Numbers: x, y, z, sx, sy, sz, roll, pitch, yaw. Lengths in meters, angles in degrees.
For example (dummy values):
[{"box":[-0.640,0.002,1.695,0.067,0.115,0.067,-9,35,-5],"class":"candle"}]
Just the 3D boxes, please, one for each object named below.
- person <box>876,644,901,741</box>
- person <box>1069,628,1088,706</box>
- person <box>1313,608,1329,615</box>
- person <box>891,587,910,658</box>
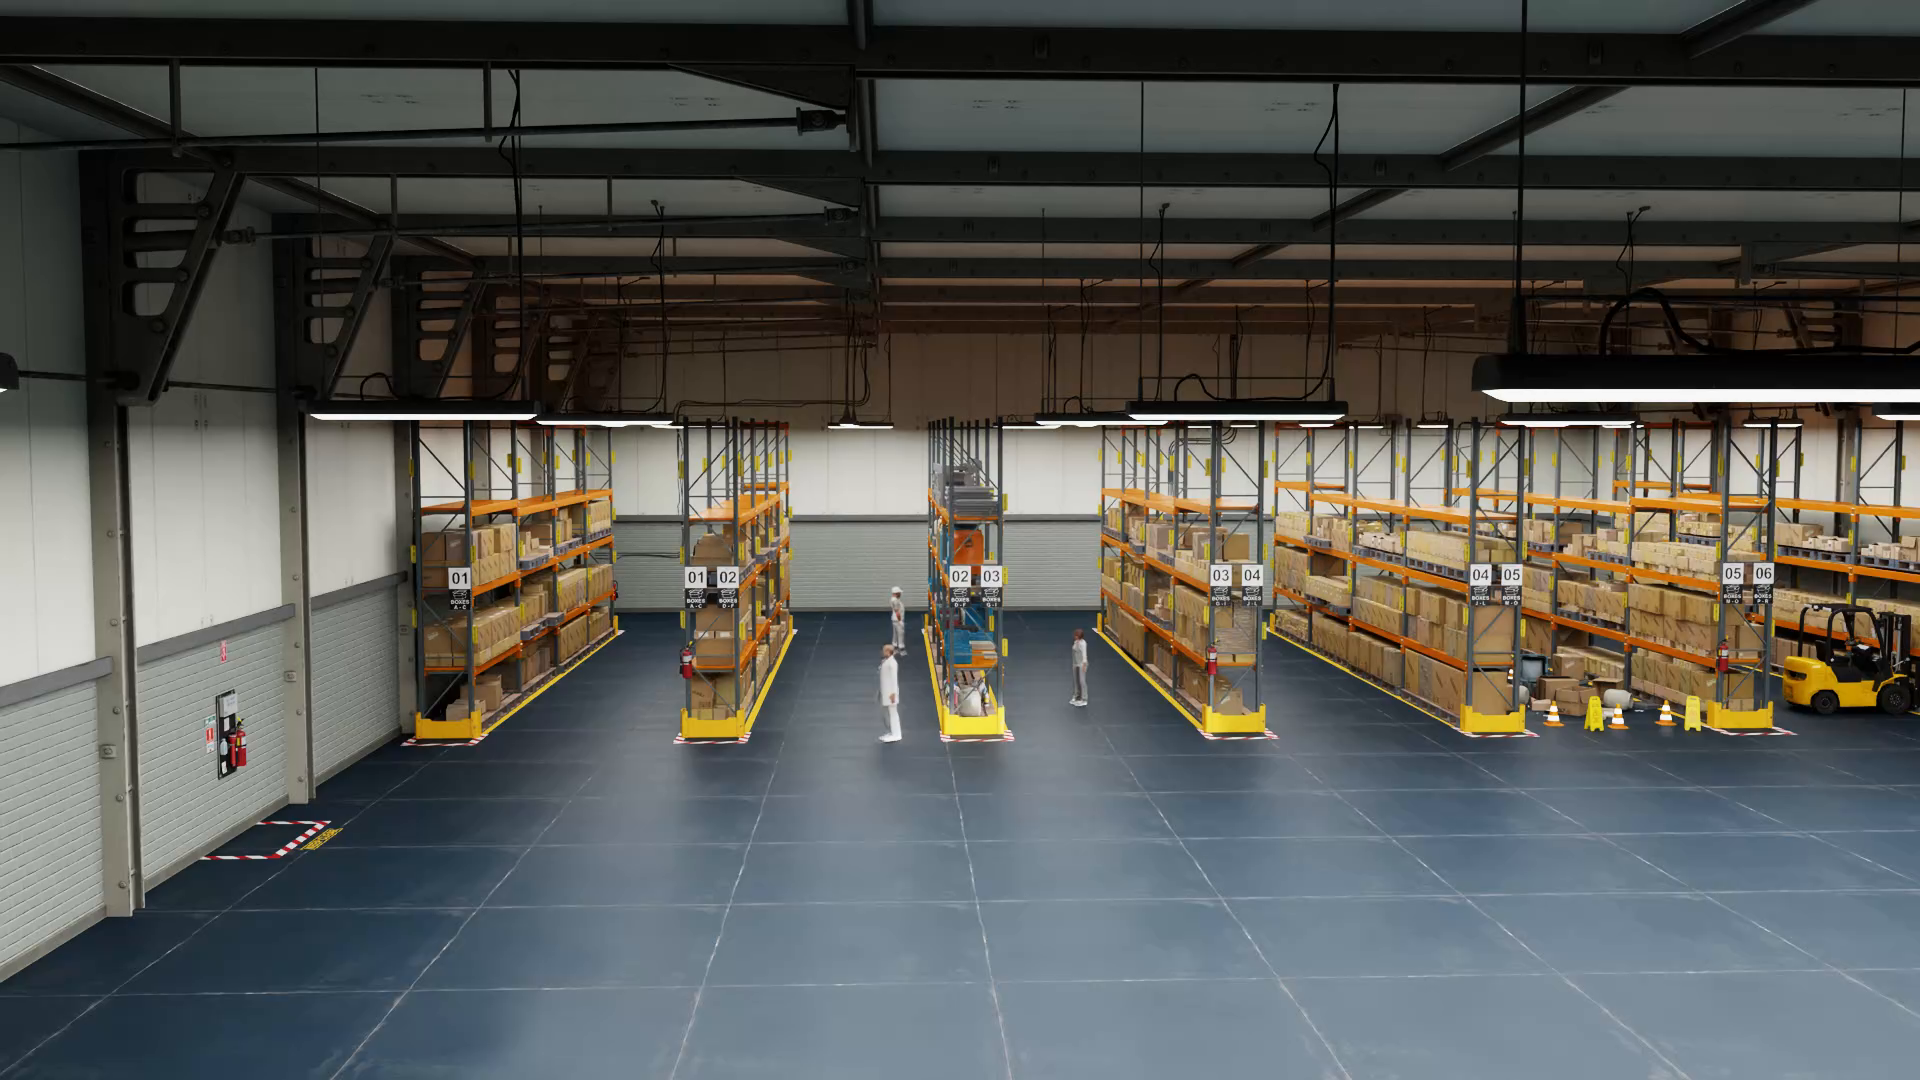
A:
[{"box":[-1.328,2.831,30.776,0.412,1.823,0.688,-2,4,-22],"class":"person"},{"box":[2.487,2.648,34.804,0.372,1.602,0.463,-1,4,-21],"class":"person"},{"box":[10.696,1.680,49.225,0.555,1.615,0.999,0,4,-5],"class":"person"},{"box":[-1.500,2.073,41.926,0.476,1.782,0.619,-1,4,-14],"class":"person"}]
